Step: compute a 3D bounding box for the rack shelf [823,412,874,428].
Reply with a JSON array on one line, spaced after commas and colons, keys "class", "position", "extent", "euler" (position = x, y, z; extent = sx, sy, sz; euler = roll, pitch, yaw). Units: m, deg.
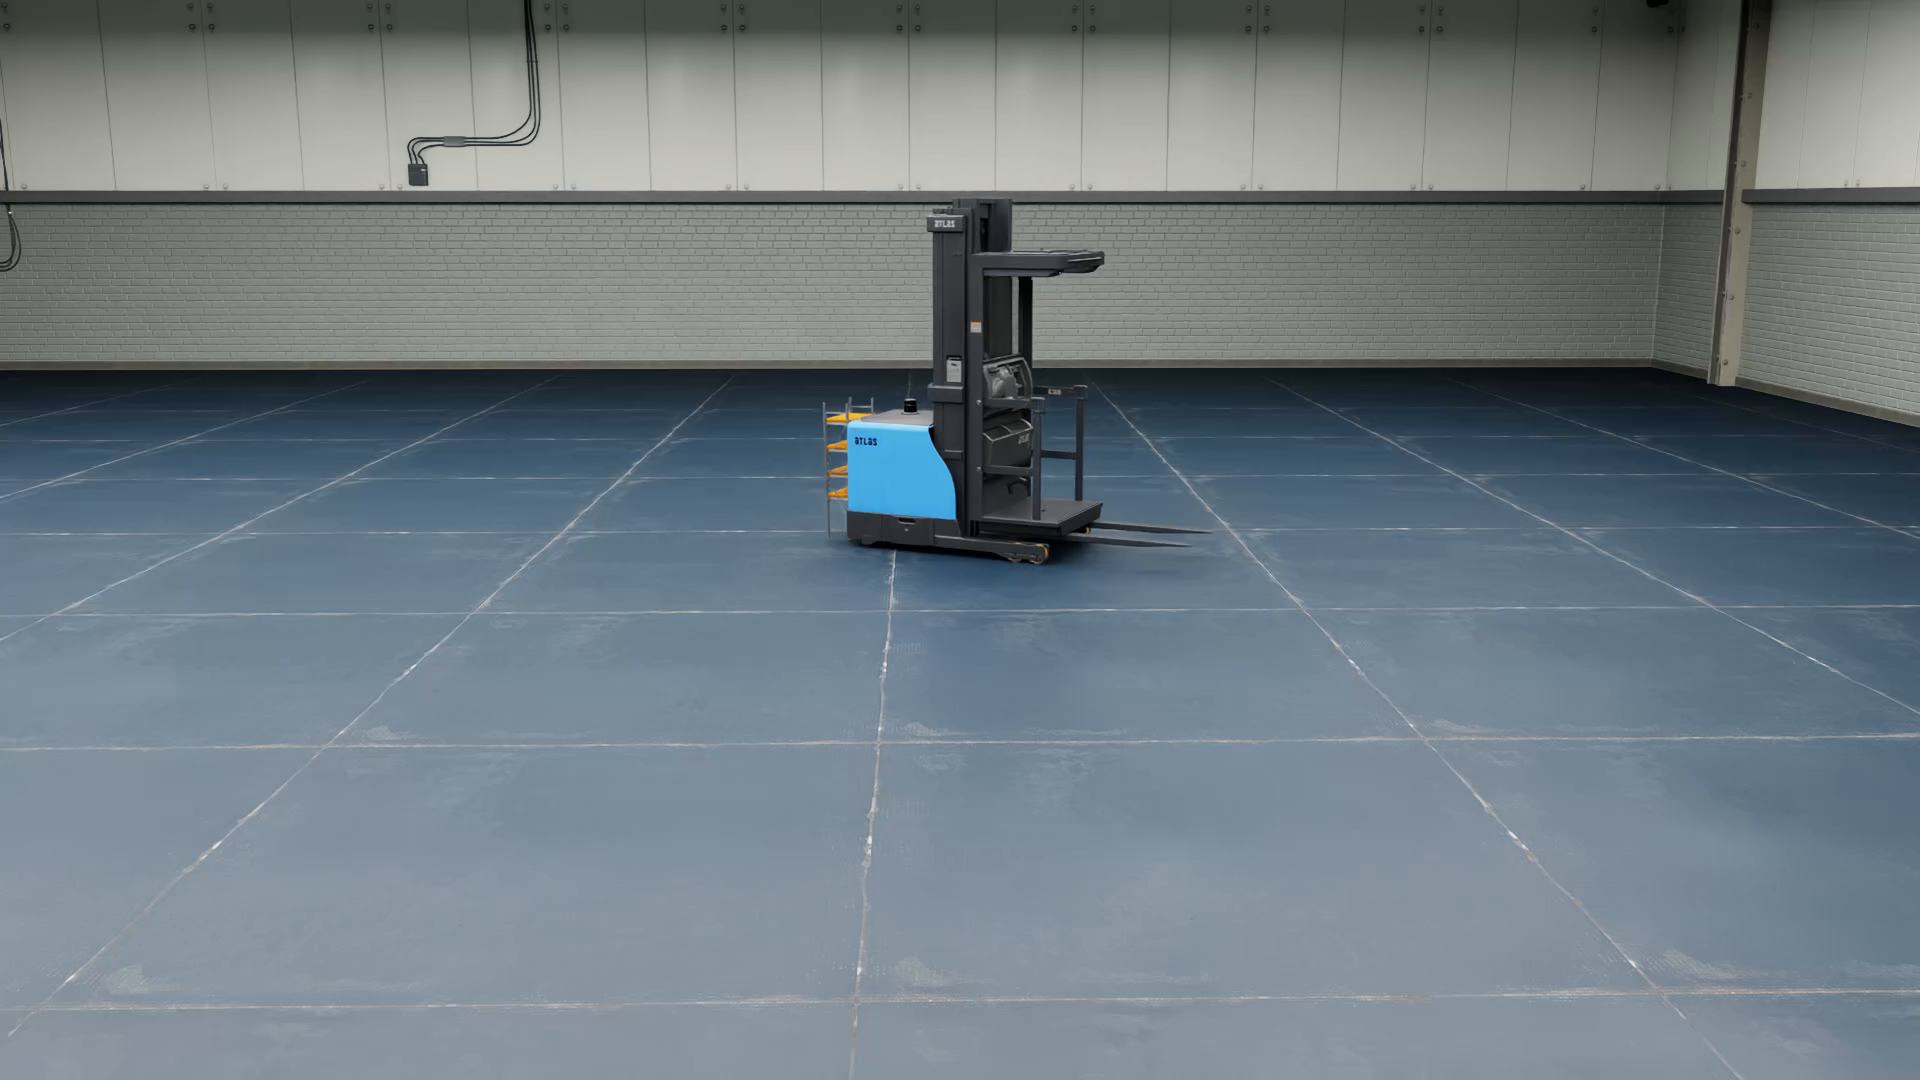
[{"class": "rack shelf", "position": [-0.972, -1.021, 14.585], "extent": [0.258, 0.148, 0.480], "euler": [4, 12, 23]}]

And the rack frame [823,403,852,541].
[{"class": "rack frame", "position": [-1.062, -0.591, 14.441], "extent": [0.240, 1.200, 0.015], "euler": [4, 12, 23]}]

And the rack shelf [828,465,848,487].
[{"class": "rack shelf", "position": [-0.963, -0.569, 14.673], "extent": [0.258, 0.148, 0.480], "euler": [4, 12, 23]}]

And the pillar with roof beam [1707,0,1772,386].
[{"class": "pillar with roof beam", "position": [8.062, -6.915, 26.010], "extent": [9.100, 9.000, 0.400], "euler": [0, 11, -1]}]

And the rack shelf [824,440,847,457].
[{"class": "rack shelf", "position": [-0.967, -0.789, 14.630], "extent": [0.258, 0.148, 0.480], "euler": [4, 12, 23]}]

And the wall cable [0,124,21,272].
[{"class": "wall cable", "position": [-17.866, -5.872, 28.681], "extent": [3.097, 2.526, 0.112], "euler": [0, 11, -1]}]

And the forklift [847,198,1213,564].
[{"class": "forklift", "position": [0.586, -1.357, 13.876], "extent": [3.031, 2.935, 1.130], "euler": [5, 13, 24]}]

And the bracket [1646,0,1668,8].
[{"class": "bracket", "position": [11.953, -9.249, 28.460], "extent": [0.235, 0.232, 0.430], "euler": [0, 11, -1]}]

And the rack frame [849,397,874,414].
[{"class": "rack frame", "position": [-0.867, -0.680, 14.879], "extent": [0.240, 1.200, 0.015], "euler": [4, 12, 23]}]

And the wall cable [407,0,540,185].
[{"class": "wall cable", "position": [-8.375, -9.097, 28.211], "extent": [2.305, 6.003, 0.169], "euler": [0, 11, -1]}]

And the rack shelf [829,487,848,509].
[{"class": "rack shelf", "position": [-0.960, -0.375, 14.711], "extent": [0.258, 0.148, 0.480], "euler": [4, 12, 23]}]

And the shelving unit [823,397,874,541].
[{"class": "shelving unit", "position": [-0.965, -0.636, 14.660], "extent": [0.258, 1.200, 0.503], "euler": [4, 12, 23]}]
